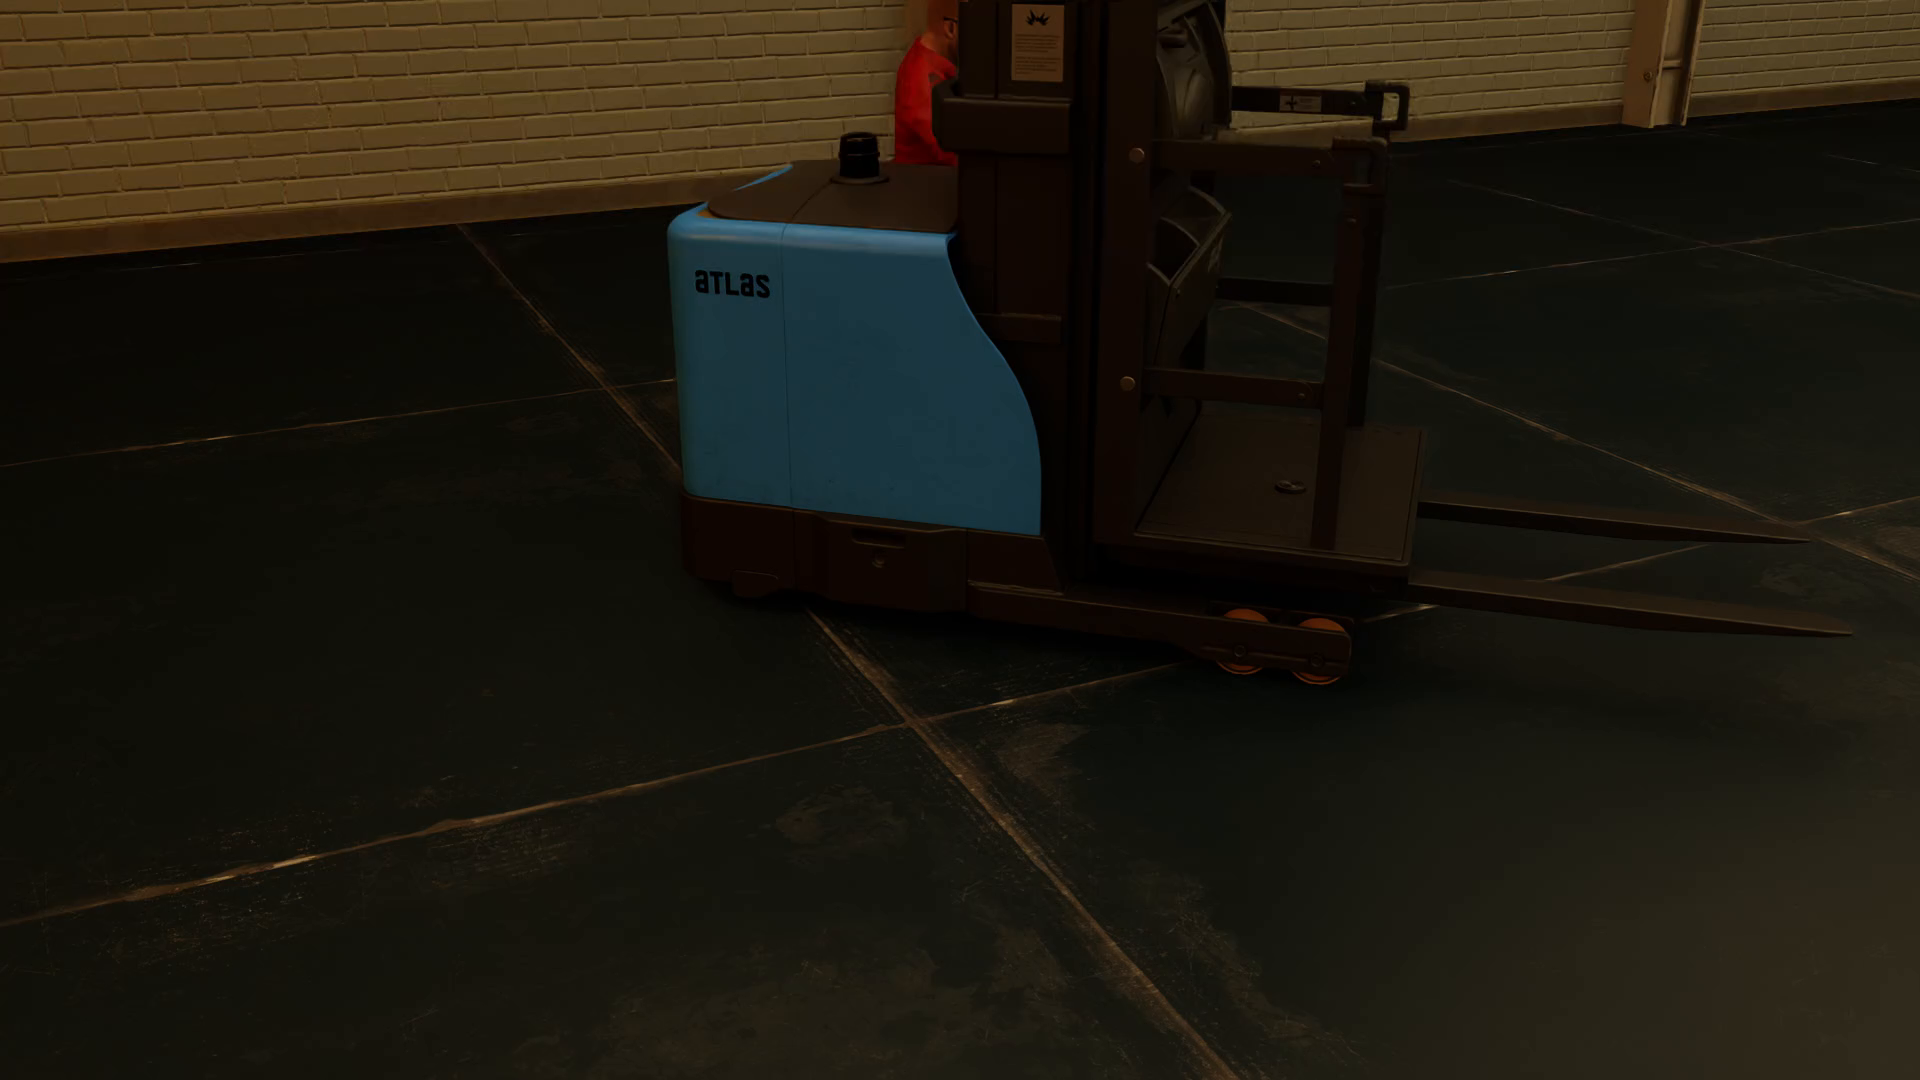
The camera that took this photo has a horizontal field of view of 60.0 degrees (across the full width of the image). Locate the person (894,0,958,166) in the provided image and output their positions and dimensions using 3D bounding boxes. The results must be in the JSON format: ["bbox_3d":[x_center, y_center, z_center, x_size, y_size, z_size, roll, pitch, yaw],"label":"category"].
[{"bbox_3d":[0.122,-1.105,5.723,0.703,1.562,0.804,-1,23,-2],"label":"person"}]

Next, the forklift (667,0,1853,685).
[{"bbox_3d":[0.788,-1.213,4.206,3.031,2.935,1.130,7,23,16],"label":"forklift"}]
